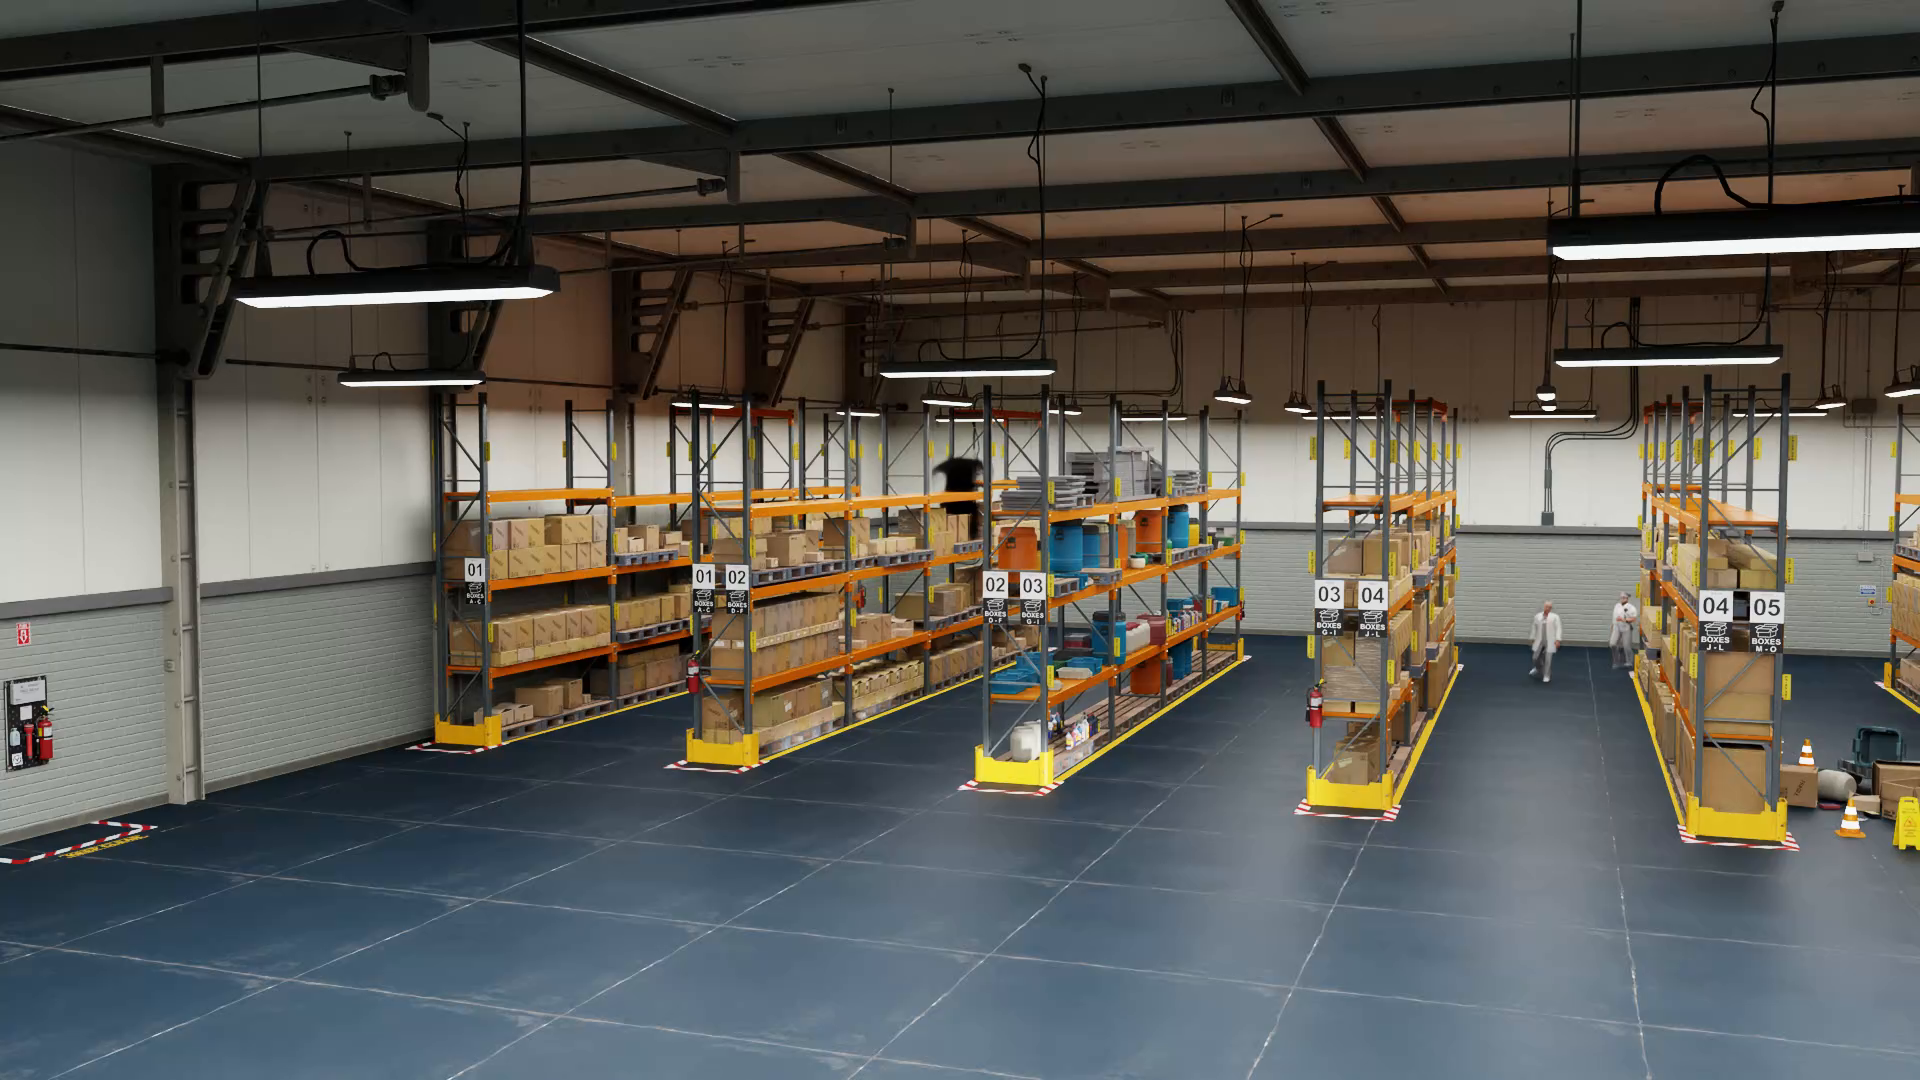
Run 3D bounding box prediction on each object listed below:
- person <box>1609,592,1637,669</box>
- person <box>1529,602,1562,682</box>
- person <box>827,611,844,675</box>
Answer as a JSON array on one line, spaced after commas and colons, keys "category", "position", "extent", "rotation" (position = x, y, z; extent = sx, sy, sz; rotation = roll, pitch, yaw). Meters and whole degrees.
[{"category": "person", "position": [15.233, 2.092, 38.237], "extent": [0.731, 1.819, 0.624], "rotation": [-3, 4, -44]}, {"category": "person", "position": [12.743, 2.200, 36.164], "extent": [0.758, 1.751, 0.720], "rotation": [2, 4, 34]}, {"category": "person", "position": [-2.792, 2.213, 36.829], "extent": [0.581, 1.648, 0.616], "rotation": [1, 3, 15]}]
